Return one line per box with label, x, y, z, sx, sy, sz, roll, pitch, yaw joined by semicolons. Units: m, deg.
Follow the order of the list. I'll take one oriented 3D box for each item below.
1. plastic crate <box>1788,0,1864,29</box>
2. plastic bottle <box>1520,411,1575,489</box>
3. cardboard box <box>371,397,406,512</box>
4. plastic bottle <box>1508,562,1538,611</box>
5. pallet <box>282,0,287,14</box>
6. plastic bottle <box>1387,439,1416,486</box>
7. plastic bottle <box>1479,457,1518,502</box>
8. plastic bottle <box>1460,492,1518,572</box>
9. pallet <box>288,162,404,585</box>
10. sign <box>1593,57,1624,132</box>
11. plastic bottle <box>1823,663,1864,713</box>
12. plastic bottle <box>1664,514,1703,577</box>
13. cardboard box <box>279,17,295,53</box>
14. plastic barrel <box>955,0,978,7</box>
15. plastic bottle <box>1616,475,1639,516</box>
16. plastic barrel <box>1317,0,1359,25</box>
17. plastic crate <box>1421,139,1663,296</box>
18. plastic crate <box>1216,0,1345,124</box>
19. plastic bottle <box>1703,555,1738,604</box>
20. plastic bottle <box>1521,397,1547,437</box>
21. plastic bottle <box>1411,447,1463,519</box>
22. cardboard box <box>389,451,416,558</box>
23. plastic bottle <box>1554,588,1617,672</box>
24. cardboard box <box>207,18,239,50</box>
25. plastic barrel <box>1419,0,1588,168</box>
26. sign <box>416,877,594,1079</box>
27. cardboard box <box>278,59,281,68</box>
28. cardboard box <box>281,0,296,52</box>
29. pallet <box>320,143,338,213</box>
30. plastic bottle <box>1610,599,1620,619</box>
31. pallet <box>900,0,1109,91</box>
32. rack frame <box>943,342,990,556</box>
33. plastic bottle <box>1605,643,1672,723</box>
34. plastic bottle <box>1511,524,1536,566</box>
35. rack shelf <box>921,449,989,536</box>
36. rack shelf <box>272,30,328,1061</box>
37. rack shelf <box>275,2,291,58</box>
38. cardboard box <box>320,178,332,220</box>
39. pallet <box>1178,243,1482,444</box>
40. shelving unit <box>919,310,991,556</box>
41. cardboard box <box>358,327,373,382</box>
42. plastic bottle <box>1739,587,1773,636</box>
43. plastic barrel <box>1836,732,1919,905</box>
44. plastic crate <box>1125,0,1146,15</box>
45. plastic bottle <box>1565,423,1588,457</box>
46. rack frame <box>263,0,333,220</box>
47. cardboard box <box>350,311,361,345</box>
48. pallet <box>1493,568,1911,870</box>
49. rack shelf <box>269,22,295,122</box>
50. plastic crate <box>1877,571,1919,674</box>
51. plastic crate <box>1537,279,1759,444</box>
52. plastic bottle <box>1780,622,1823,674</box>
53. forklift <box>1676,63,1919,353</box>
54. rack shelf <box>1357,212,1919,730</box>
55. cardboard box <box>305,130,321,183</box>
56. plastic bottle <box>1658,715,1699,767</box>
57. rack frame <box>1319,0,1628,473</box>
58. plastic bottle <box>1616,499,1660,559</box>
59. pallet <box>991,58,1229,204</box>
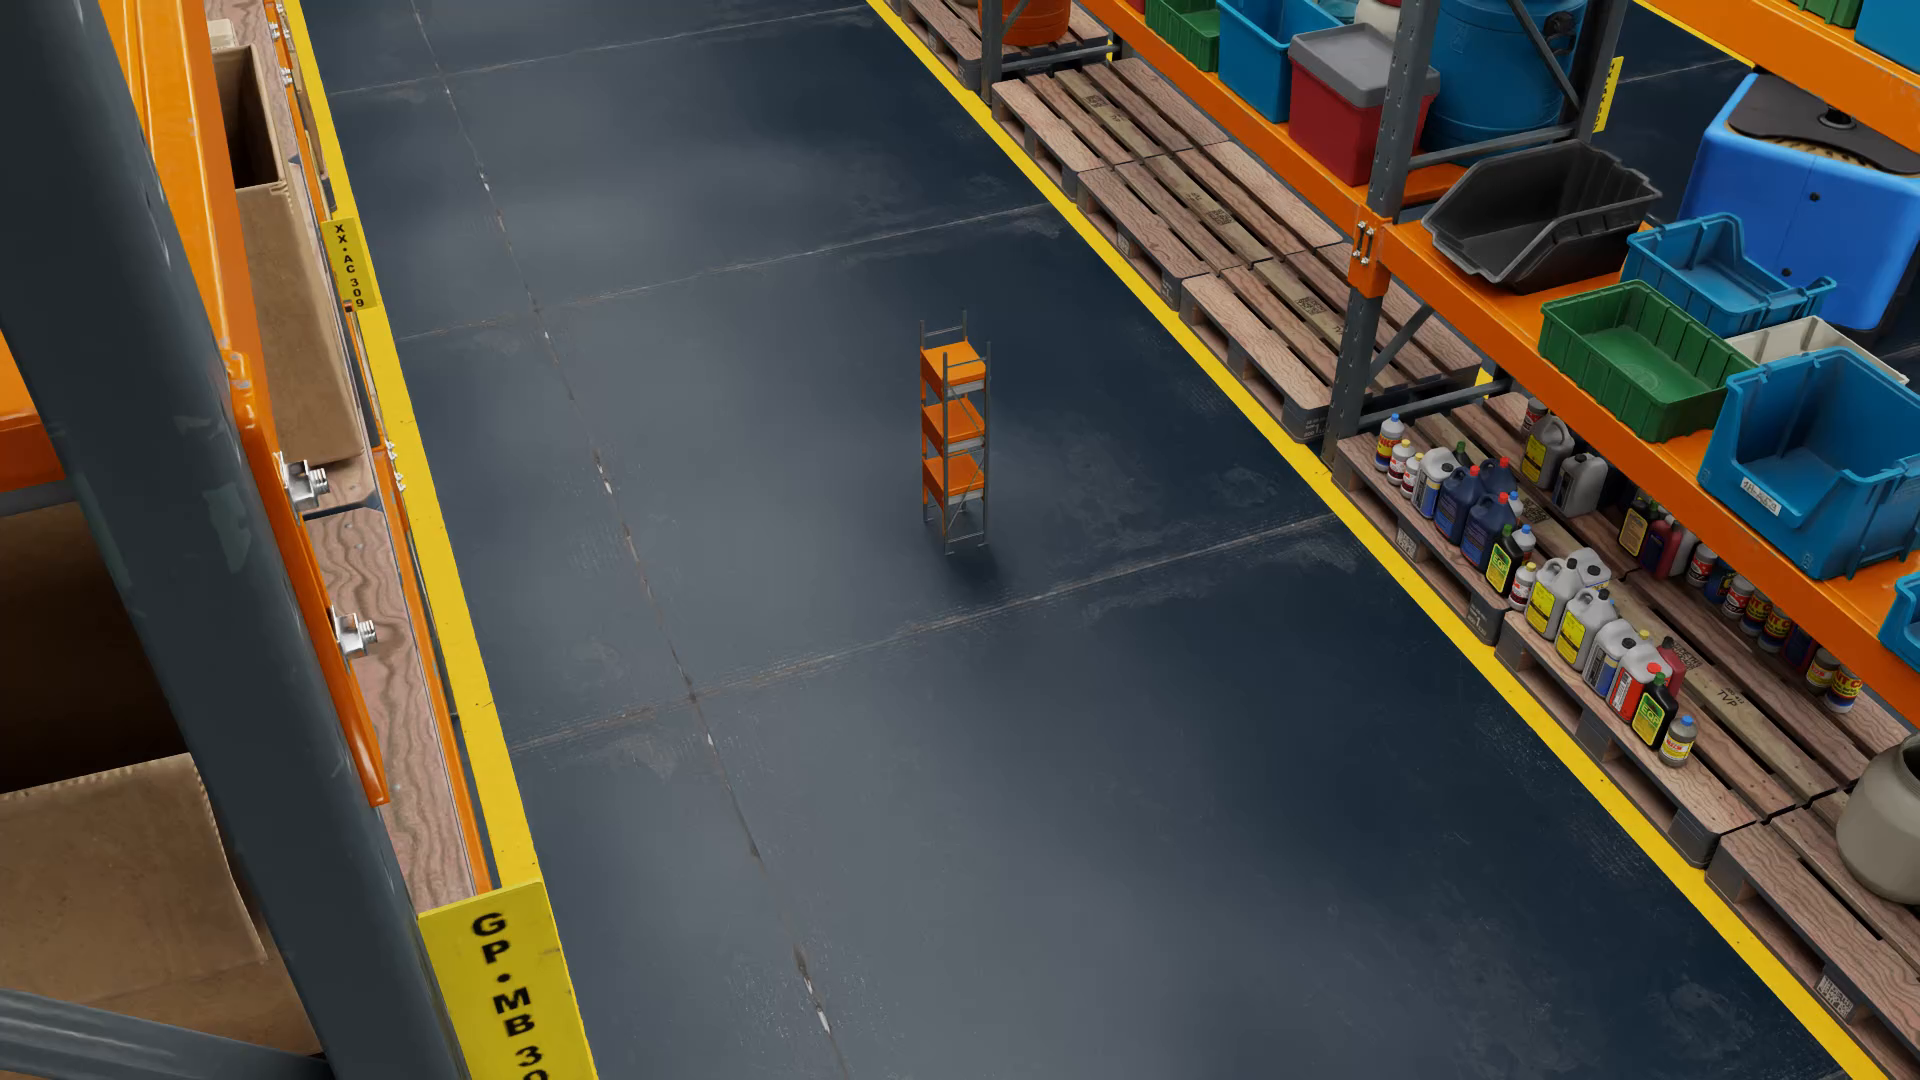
plastic crate;2.499;-1.638;4.716;0.336;0.188;0.450;-15;43;-17
plastic bottle;2.526;-0.410;7.120;0.144;0.351;0.185;-15;43;-17
cardboard box;-2.546;-0.309;6.666;0.500;0.311;0.500;-16;43;-17
plastic bottle;2.231;0.175;6.555;0.097;0.201;0.097;0;41;0
pallet;-5.146;-3.647;11.329;1.003;0.211;1.213;-15;43;-17
plastic bottle;1.902;-0.343;7.157;0.097;0.201;0.097;0;41;0
plastic bottle;2.205;-0.208;6.885;0.144;0.351;0.185;-15;43;-17
plastic bottle;2.144;-0.058;6.711;0.144;0.351;0.185;-17;43;-19
pallet;-1.618;-0.228;2.982;1.003;0.211;1.213;-15;43;-17
sign;2.659;-1.835;6.871;0.100;0.325;0.005;-15;43;-17
plastic bottle;3.271;0.508;6.114;0.097;0.271;0.097;0;41;0
plastic bottle;2.915;-0.008;6.711;0.152;0.276;0.135;-14;43;-16
cardboard box;-4.078;-2.654;9.615;0.500;0.500;0.500;-17;43;-18
plastic barrel;0.114;-3.833;10.993;0.421;0.512;0.421;0;41;0
plastic bottle;2.833;-0.217;6.947;0.061;0.283;0.133;-12;42;-14
plastic barrel;1.782;-2.382;7.826;0.301;0.262;0.301;0;41;0
plastic crate;2.229;-1.229;6.426;0.767;0.338;0.504;-15;43;-17
plastic crate;1.437;-2.180;7.497;0.392;0.384;0.575;-15;43;-17
plastic bottle;3.024;0.119;6.566;0.097;0.271;0.097;0;41;0
plastic bottle;2.573;-0.564;7.414;0.097;0.201;0.097;0;41;0
plastic bottle;2.012;-0.244;6.985;0.152;0.276;0.135;-14;43;-15
cardboard box;-2.551;-0.096;6.847;0.500;0.250;0.500;-14;43;-16
plastic bottle;2.378;0.310;6.283;0.144;0.351;0.185;-13;42;-15
cardboard box;-1.717;-0.962;3.530;0.380;0.149;0.250;-15;43;-17
plastic barrel;2.278;-2.098;7.004;0.600;0.901;0.708;-15;43;-17
sign;-0.386;0.410;1.441;0.100;0.325;0.005;-15;43;-17
cardboard box;-3.363;-2.207;7.709;0.380;0.149;0.250;-15;43;-17
cardboard box;-4.469;-3.270;10.332;0.500;0.500;0.500;-17;43;-18
pallet;-4.213;-2.177;9.620;1.003;0.211;1.213;-15;43;-17
plastic bottle;2.473;0.310;6.398;0.097;0.201;0.097;0;41;0
pallet;0.276;-3.416;11.061;1.003;0.211;1.213;-15;43;-17
rack frame;0.026;-0.357;6.860;0.200;1.050;0.008;-15;43;-17
plastic bottle;2.498;0.521;6.096;0.152;0.276;0.135;-15;43;-17
plastic bottle;2.235;0.051;6.645;0.097;0.271;0.097;0;41;0
rack shelf;-0.020;-0.212;7.133;0.215;0.259;0.240;-15;43;-17
rack shelf;-1.666;-0.026;3.230;1.077;0.370;4.000;-15;43;-17
rack shelf;-4.727;-3.707;9.812;1.077;0.370;4.000;-15;43;-17
cardboard box;-3.535;-1.636;8.639;0.500;0.250;0.500;-14;43;-16
pallet;1.810;-1.005;8.257;1.003;0.211;1.213;-15;43;-17
shelving unit;-0.020;-0.430;6.945;0.215;1.050;0.252;-15;43;-17
cardboard box;-2.946;-0.714;7.566;0.500;0.250;0.500;-14;43;-16
plastic bottle;3.102;0.241;6.424;0.097;0.271;0.097;0;41;0
plastic barrel;3.163;0.915;5.471;0.421;0.512;0.421;0;41;0
plastic crate;0.951;-2.983;8.370;0.402;0.464;0.583;-15;43;-17
plastic bottle;2.659;-0.446;7.162;0.144;0.351;0.185;-16;43;-18
rack frame;-3.962;-2.775;8.177;1.000;3.000;0.127;-15;43;-17
cardboard box;-2.949;-0.932;7.390;0.500;0.311;0.500;-14;43;-16
pallet;2.835;0.609;6.380;1.003;0.211;1.213;-15;43;-17
rack shelf;-3.197;-2.435;6.032;1.077;0.370;4.000;-15;43;-17
plastic crate;2.966;0.247;4.776;0.499;0.251;0.408;-15;43;-17
plastic crate;2.405;-0.631;5.845;0.450;0.188;0.662;-15;43;-17
plastic bottle;3.201;0.363;6.274;0.061;0.283;0.133;-14;43;-16
forklift;4.773;-2.845;8.311;1.130;2.935;3.031;24;46;26
rack shelf;2.912;-0.122;5.643;1.077;0.370;4.000;-15;43;-17
cardboard box;-3.534;-1.851;8.458;0.500;0.311;0.500;-14;43;-16
plastic bottle;2.569;0.708;5.935;0.097;0.201;0.097;0;41;0
rack frame;2.146;-1.599;6.809;1.000;3.000;0.127;-15;43;-17
plastic bottle;2.771;-0.069;6.775;0.061;0.283;0.133;-15;43;-17
pallet;0.876;-2.475;9.967;1.003;0.211;1.213;-15;43;-17
